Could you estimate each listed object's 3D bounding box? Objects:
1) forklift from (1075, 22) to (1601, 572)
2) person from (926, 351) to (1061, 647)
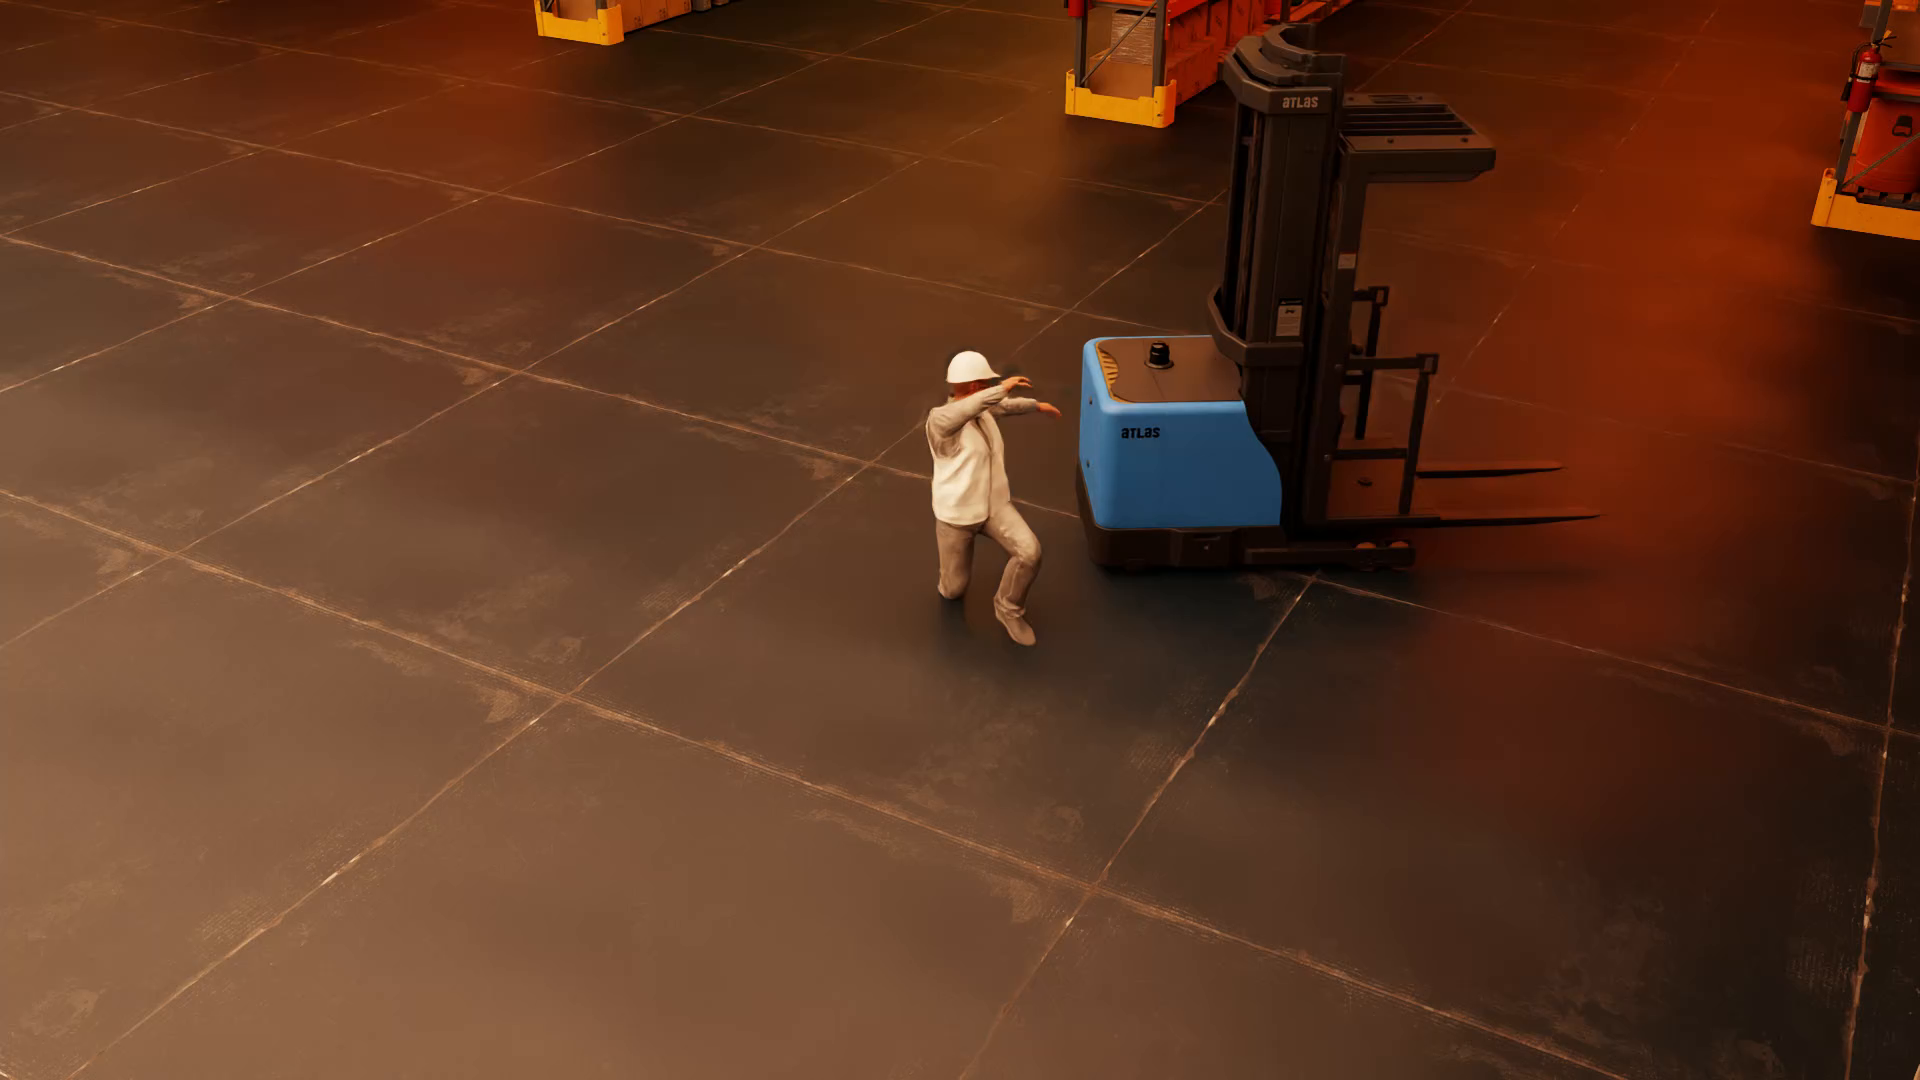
[{"bbox_3d":[2.257,-1.352,9.413,3.031,2.935,1.130,-1,30,-2],"label":"forklift"},{"bbox_3d":[0.330,-0.289,9.046,1.012,1.488,0.918,-18,34,-28],"label":"person"}]
